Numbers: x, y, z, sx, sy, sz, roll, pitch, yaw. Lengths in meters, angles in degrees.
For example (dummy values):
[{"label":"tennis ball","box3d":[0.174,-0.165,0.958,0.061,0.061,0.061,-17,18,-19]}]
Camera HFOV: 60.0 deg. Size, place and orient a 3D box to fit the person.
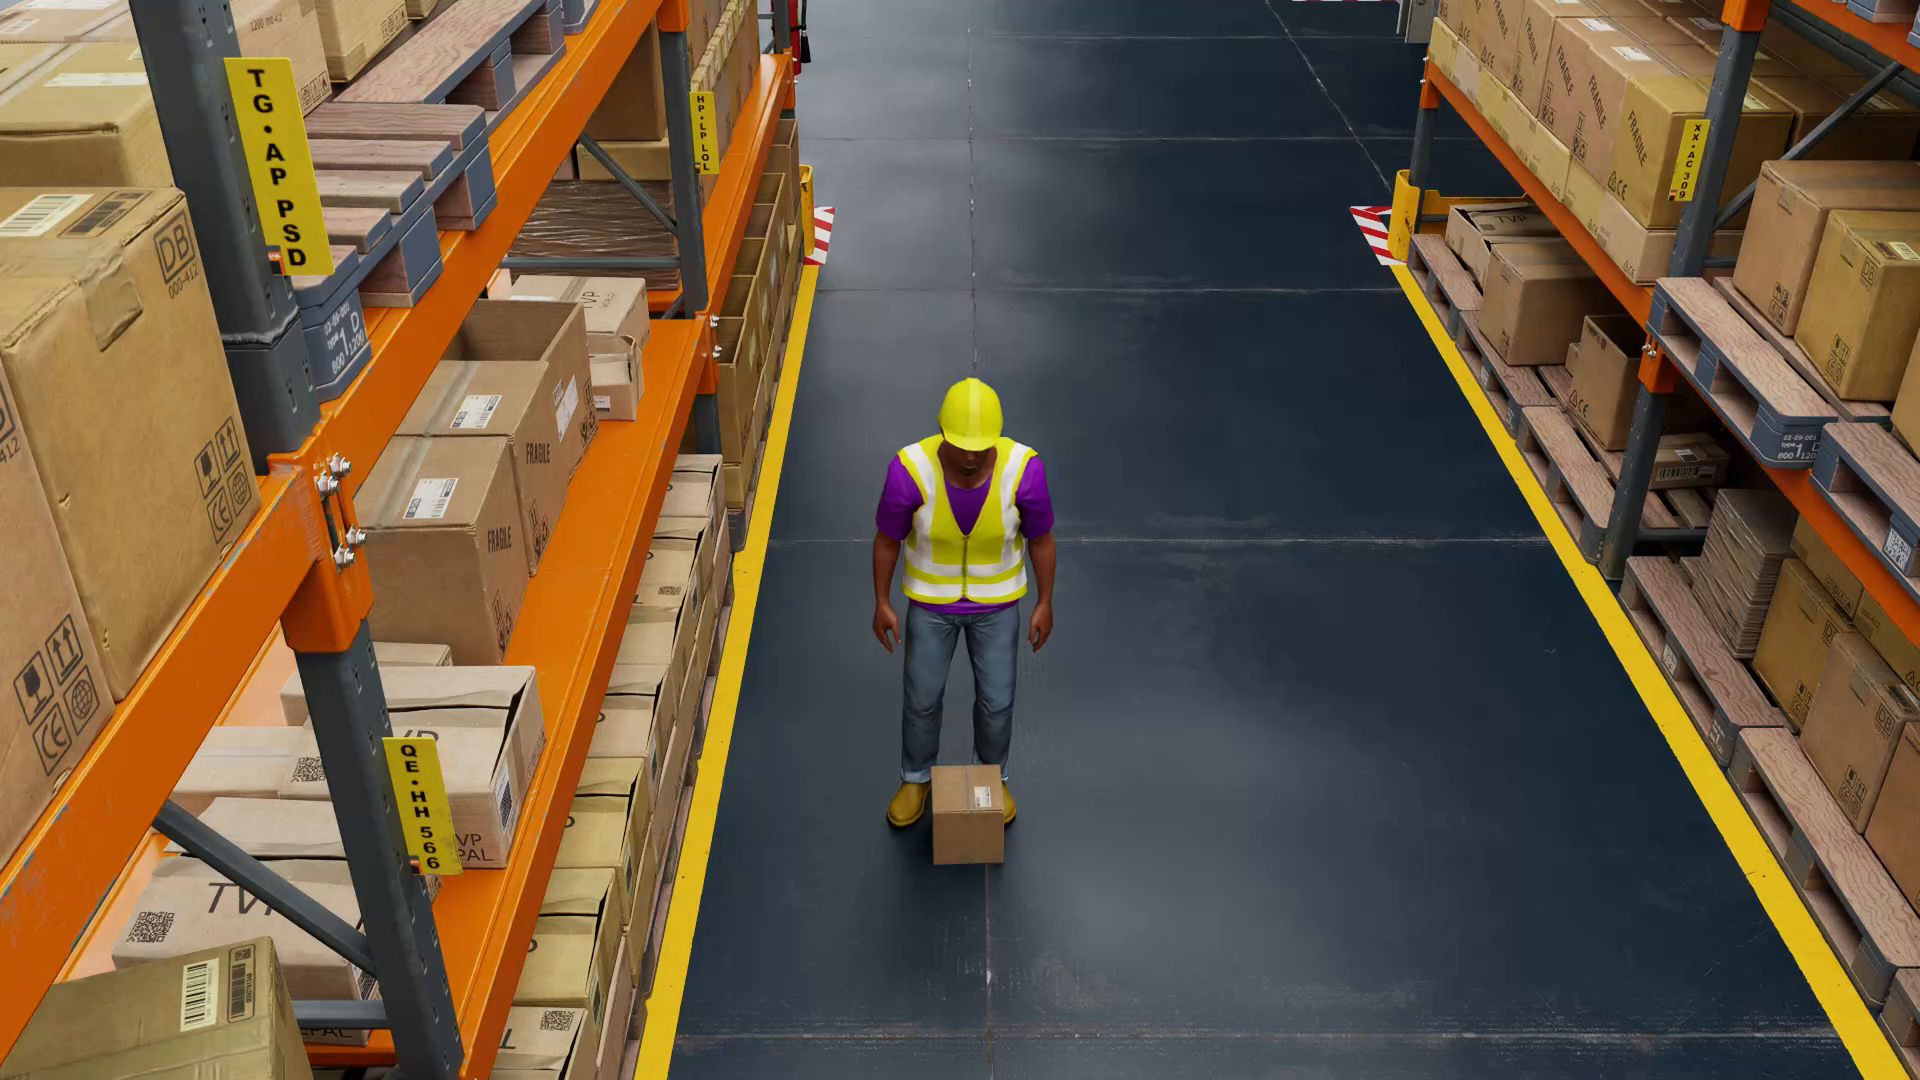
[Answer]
[{"label":"person","box3d":[0.013,0.224,5.750,0.632,1.760,0.463,0,31,-1]}]
